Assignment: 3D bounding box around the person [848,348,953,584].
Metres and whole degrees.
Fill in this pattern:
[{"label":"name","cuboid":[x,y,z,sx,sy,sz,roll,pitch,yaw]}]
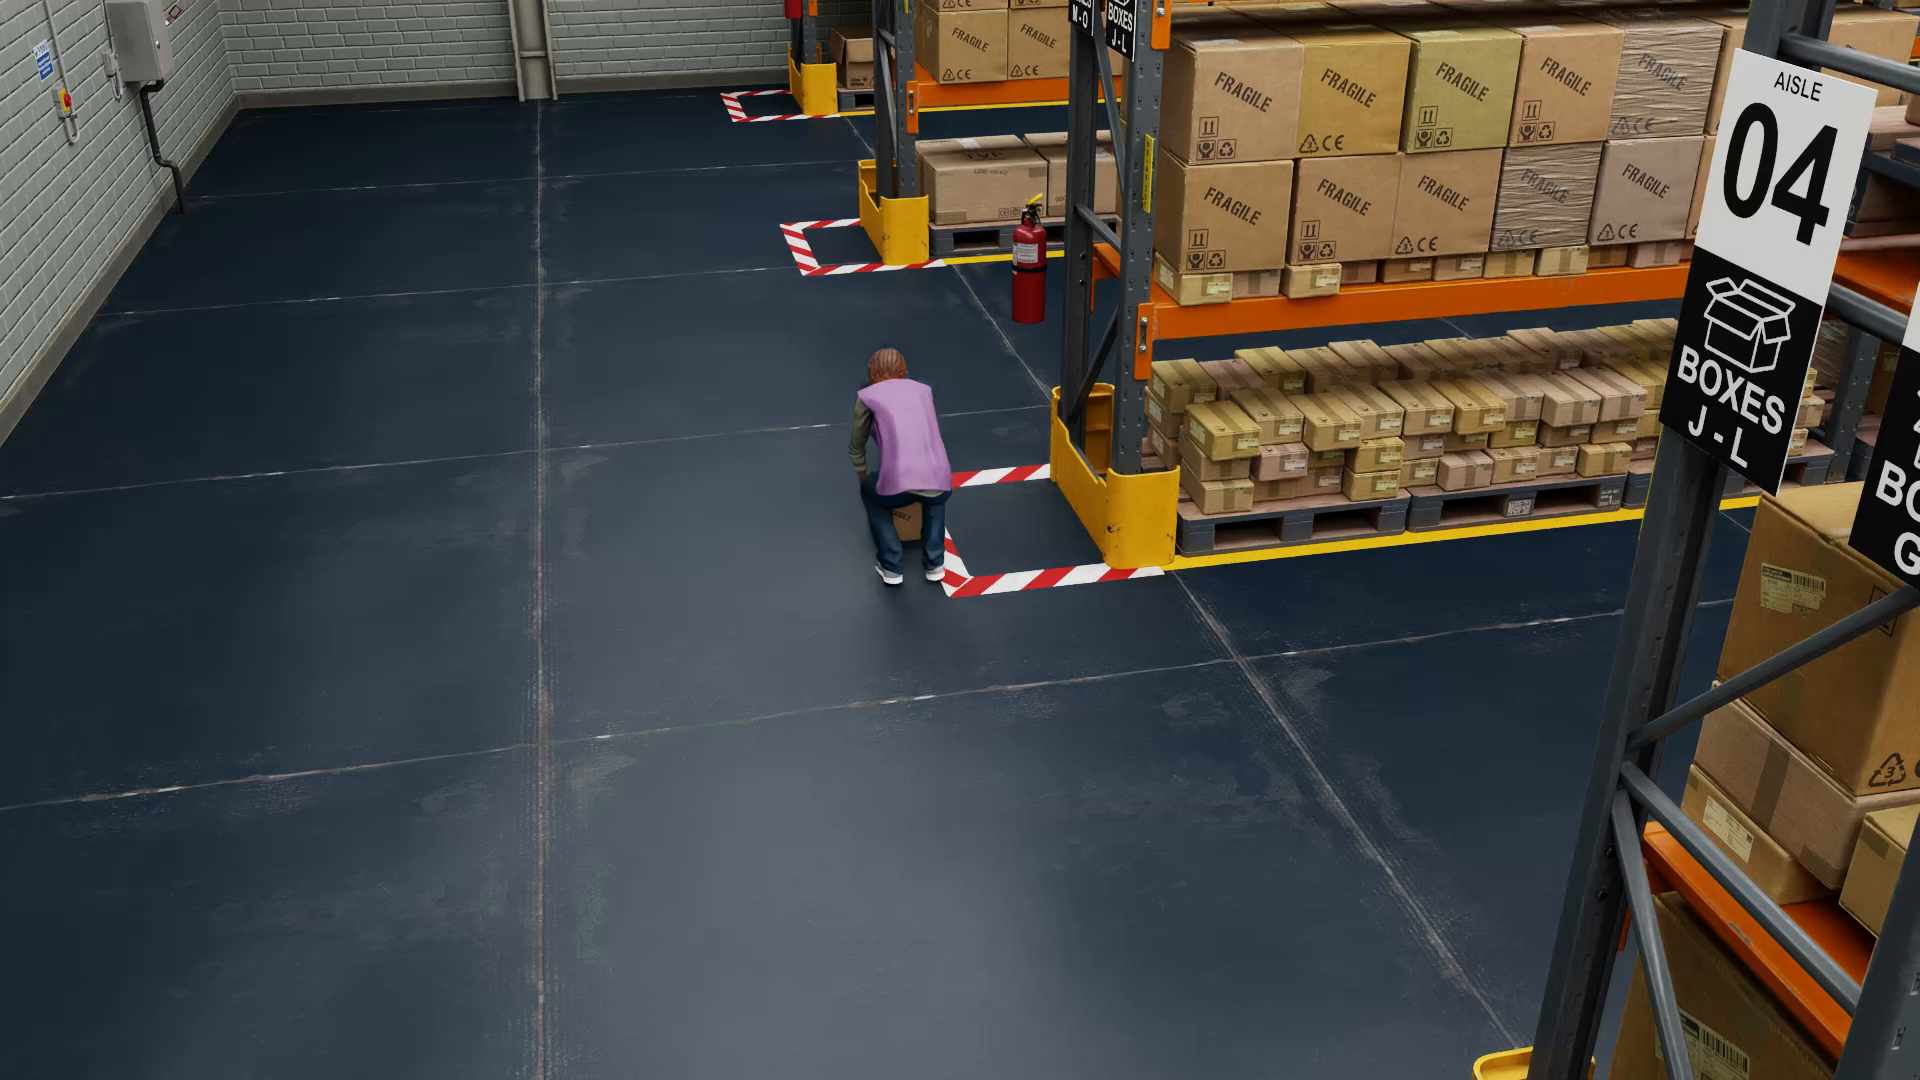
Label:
[{"label":"person","cuboid":[-0.281,-0.321,7.901,0.458,1.010,0.768,-4,27,-8]}]
